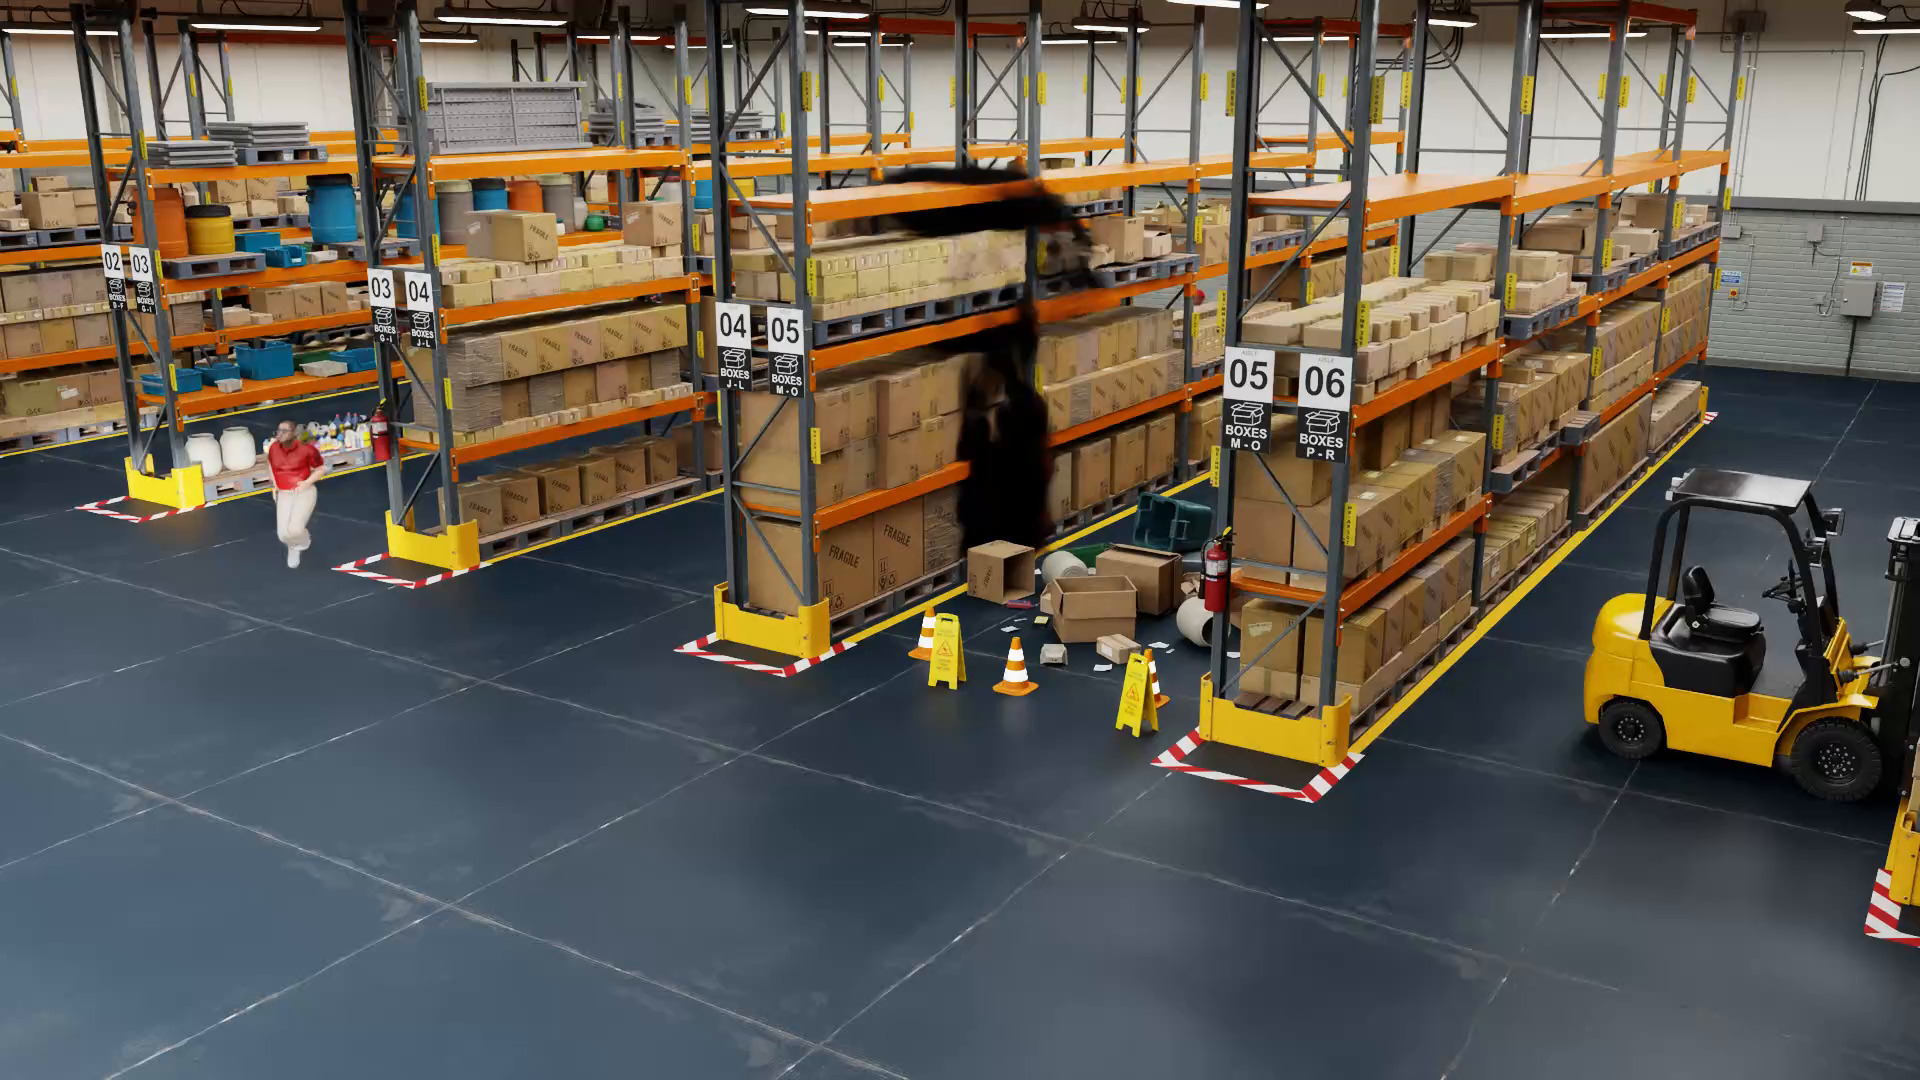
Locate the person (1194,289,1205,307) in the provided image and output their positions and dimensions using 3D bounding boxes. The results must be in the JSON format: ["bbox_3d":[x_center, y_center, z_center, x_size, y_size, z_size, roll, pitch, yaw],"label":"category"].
[{"bbox_3d":[3.874,-3.203,27.396,0.630,1.843,0.736,9,18,30],"label":"person"}]

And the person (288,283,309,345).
[{"bbox_3d":[-12.129,-3.958,30.587,0.522,1.554,0.598,5,16,17],"label":"person"}]

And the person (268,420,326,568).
[{"bbox_3d":[-7.052,-0.455,17.657,0.647,1.666,0.613,0,16,-1],"label":"person"}]
